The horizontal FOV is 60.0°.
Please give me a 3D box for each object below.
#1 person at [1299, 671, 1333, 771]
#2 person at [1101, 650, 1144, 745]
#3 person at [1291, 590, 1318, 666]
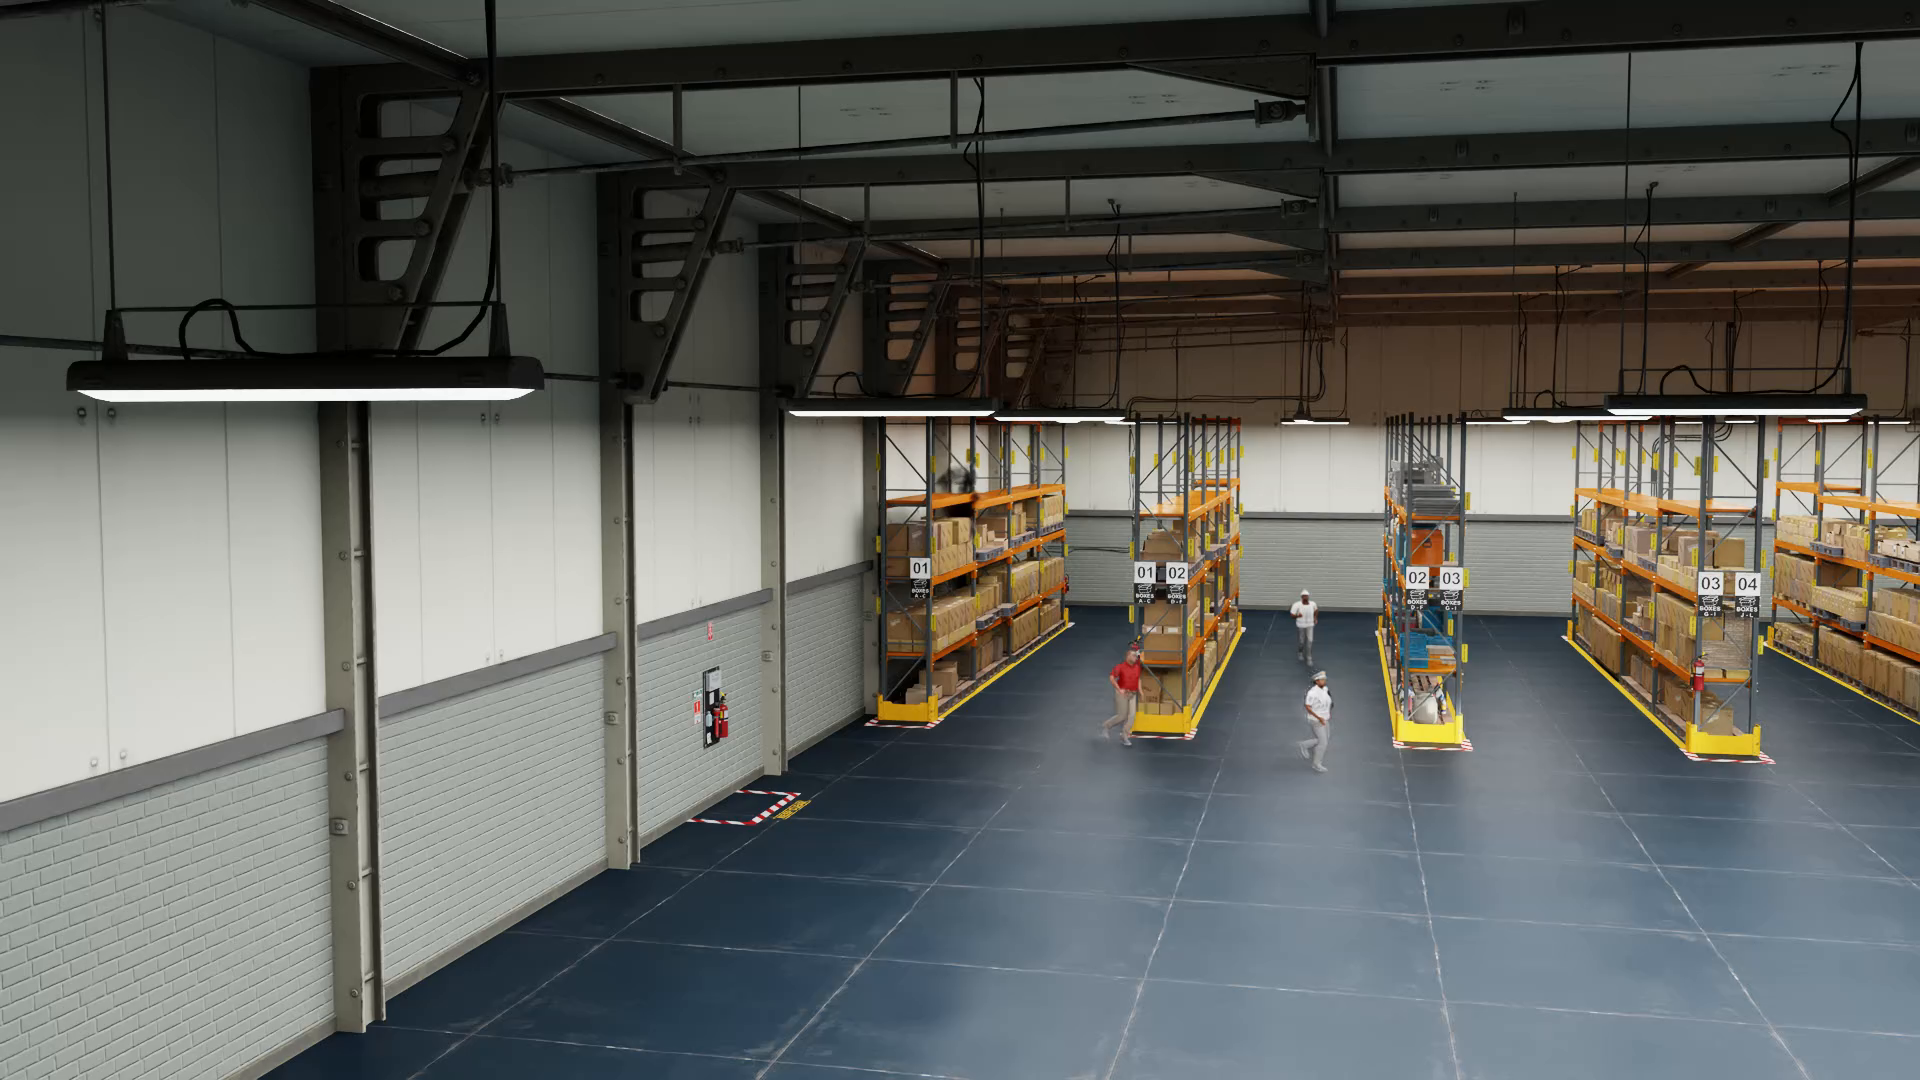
[{"bbox_3d":[5.960,3.012,27.928,0.584,1.682,0.629,-4,5,-43],"label":"person"},{"bbox_3d":[3.019,2.840,30.244,0.738,1.681,0.711,-3,5,-37],"label":"person"},{"bbox_3d":[8.321,2.100,40.146,0.692,1.786,0.918,0,4,2],"label":"person"}]
